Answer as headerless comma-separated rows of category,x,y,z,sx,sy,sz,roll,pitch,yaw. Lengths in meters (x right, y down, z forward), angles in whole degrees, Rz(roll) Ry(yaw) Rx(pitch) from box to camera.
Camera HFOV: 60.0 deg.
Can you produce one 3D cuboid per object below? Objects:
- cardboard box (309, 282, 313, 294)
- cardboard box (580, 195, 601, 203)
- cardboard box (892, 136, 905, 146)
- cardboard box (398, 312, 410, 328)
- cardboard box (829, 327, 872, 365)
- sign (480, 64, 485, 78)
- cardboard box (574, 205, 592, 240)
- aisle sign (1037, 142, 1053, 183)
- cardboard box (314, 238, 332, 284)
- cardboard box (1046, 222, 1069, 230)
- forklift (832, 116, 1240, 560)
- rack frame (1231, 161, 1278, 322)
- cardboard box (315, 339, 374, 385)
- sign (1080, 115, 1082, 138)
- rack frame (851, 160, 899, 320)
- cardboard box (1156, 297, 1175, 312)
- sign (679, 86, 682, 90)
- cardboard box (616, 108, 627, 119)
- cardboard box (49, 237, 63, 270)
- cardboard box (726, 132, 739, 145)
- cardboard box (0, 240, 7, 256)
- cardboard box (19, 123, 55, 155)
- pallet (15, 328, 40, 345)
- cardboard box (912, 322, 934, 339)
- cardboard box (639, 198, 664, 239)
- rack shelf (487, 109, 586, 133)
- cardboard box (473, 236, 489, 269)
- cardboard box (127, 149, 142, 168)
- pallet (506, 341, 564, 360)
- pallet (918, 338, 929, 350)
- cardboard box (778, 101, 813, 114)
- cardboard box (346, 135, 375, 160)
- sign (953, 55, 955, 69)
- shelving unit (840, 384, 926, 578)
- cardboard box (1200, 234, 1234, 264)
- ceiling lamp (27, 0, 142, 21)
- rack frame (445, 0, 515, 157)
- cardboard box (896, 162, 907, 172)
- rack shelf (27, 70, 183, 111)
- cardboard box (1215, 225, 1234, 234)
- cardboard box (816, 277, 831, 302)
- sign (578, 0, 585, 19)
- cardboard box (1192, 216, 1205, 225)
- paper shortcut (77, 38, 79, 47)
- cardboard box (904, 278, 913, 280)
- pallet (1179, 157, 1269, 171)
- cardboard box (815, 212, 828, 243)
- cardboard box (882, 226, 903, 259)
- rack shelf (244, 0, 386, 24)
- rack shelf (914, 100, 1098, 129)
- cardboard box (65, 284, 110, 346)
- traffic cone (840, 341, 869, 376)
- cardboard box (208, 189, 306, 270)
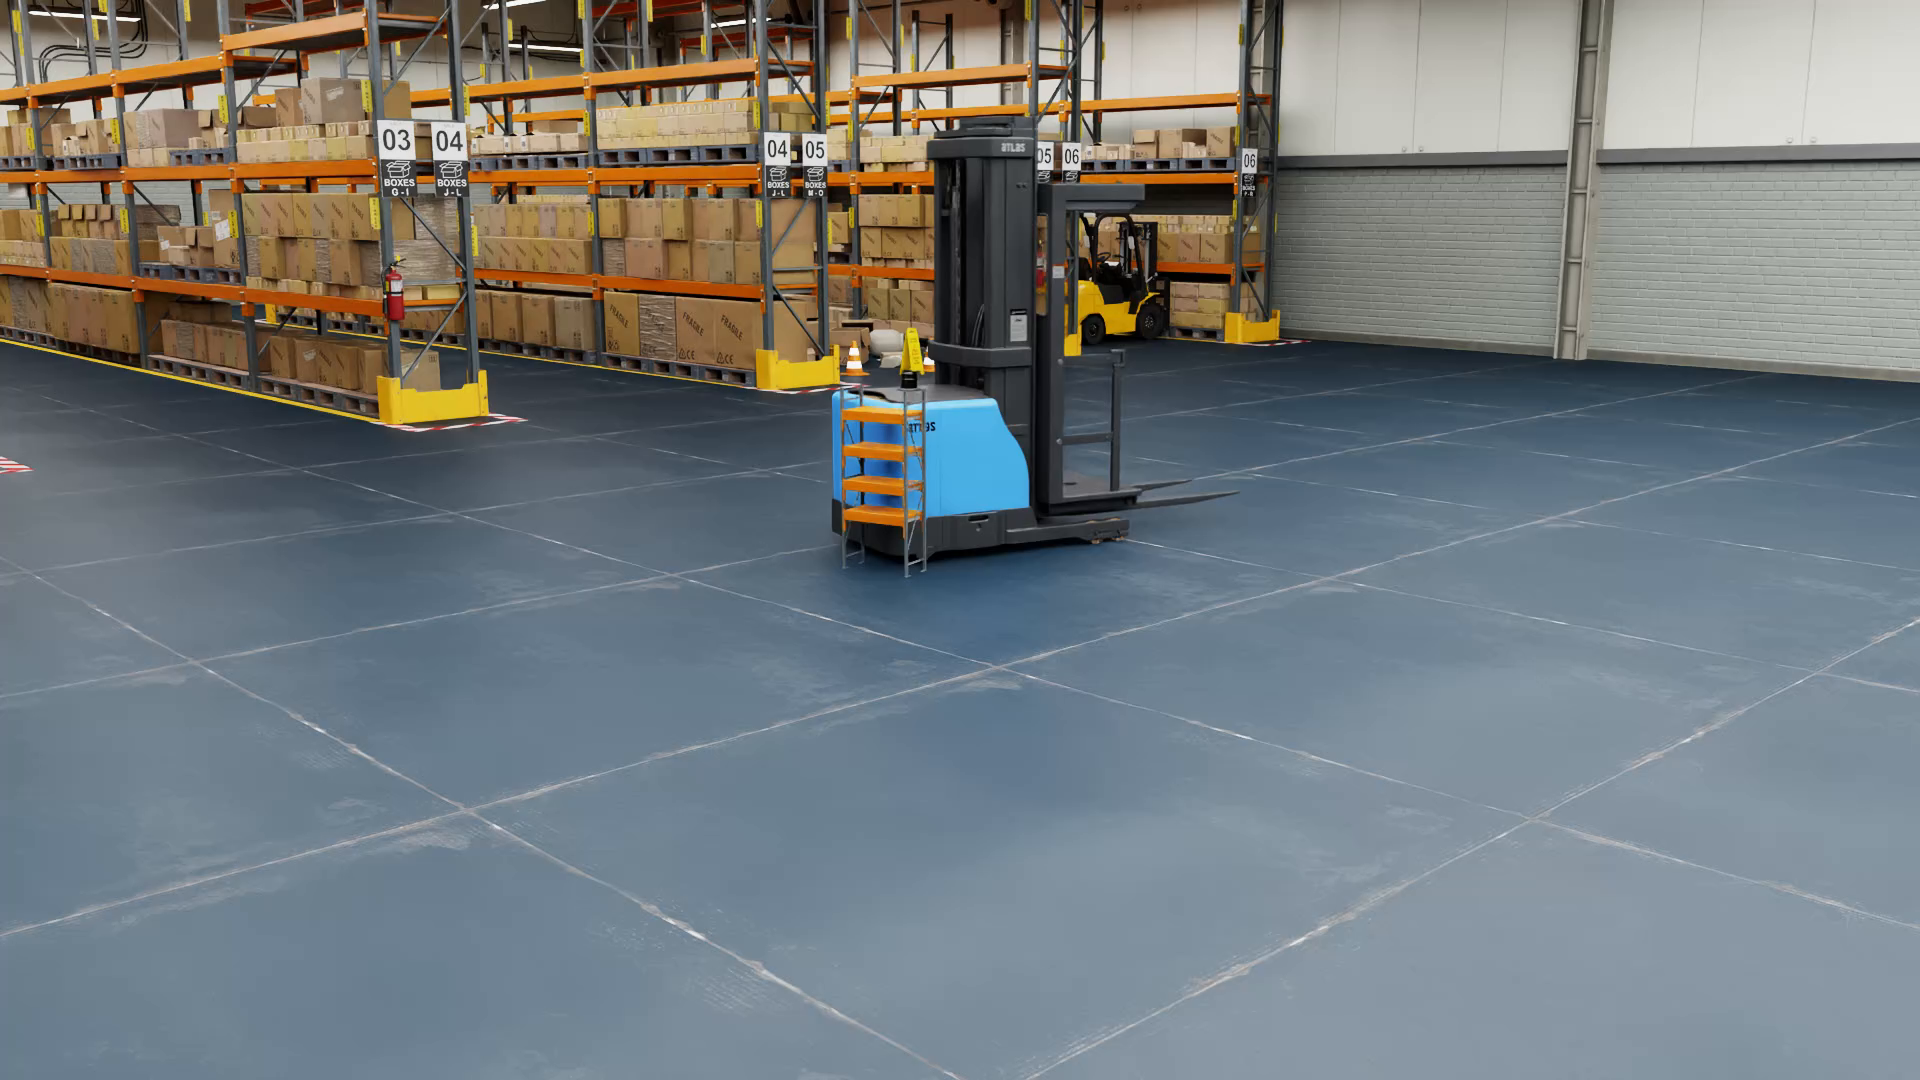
cardboard box,-7.356,-2.949,19.413,0.380,0.149,0.250,-11,16,-43
cardboard box,-7.338,-6.798,33.139,0.380,0.149,0.250,-11,16,-44
cardboard box,-0.851,-6.303,26.282,0.380,0.149,0.250,-11,16,-43
cardboard box,-9.349,-3.921,28.664,0.500,0.500,0.500,-11,16,-42
cardboard box,-1.652,-2.870,24.596,0.637,0.503,0.797,1,12,6
sign,-10.063,-9.921,35.060,0.100,0.325,0.005,-11,16,-43
cardboard box,-5.228,-4.679,24.463,0.700,0.500,0.500,-11,16,-44
aisle sign,1.225,-5.413,24.310,0.394,0.787,0.004,-11,16,-43
cardboard box,-6.882,-3.222,19.134,0.875,0.500,0.500,-11,16,-43
cardboard box,1.820,-5.851,31.022,0.380,0.149,0.250,-10,15,-41
forklift,0.632,-1.493,11.896,3.031,2.935,1.130,-6,13,-28
rack frame,4.979,-4.882,28.172,1.000,3.000,0.127,-11,16,-43
cardboard box,-7.404,-2.147,20.055,0.500,0.500,0.500,10,15,40
sign,1.784,-6.162,24.788,0.100,0.325,0.005,-11,16,-43
rack frame,-1.371,-4.773,27.646,1.000,3.000,0.127,-11,16,-43
cardboard box,3.707,-4.160,29.204,0.500,0.250,0.500,-11,16,-44
sign,-6.463,-10.576,38.432,0.100,0.325,0.005,-11,16,-43
cardboard box,-4.524,-5.885,22.969,0.380,0.149,0.250,-11,16,-43
cardboard box,-13.926,-4.507,26.105,0.500,0.500,0.500,-11,16,-42
cardboard box,-2.767,-5.124,21.248,0.380,0.149,0.250,-11,16,-42
cardboard box,-15.981,-4.959,28.184,0.500,0.250,0.500,11,16,43
cardboard box,-14.647,-6.438,26.758,0.500,0.500,0.700,11,16,42
pallet,-15.378,-3.494,28.347,1.003,0.211,1.213,-11,16,-43
cardboard box,-0.413,-3.355,26.536,0.500,0.250,0.500,-11,16,-43
cardboard box,-3.914,-4.450,23.031,0.875,0.550,0.550,-11,16,-43
rack shelf,-8.276,-8.623,34.237,1.077,0.370,4.000,-11,16,-43
cardboard box,-7.529,-4.598,26.549,0.500,0.500,0.500,-11,16,-42
cardboard box,-11.160,-5.268,22.984,0.500,0.250,0.500,-11,16,-42
pallet,-6.315,-2.983,25.868,1.003,0.211,1.213,-11,16,-43
pallet,-0.035,-3.136,26.611,1.003,0.211,1.213,-11,16,-43
cardboard box,-2.119,-5.569,21.434,0.380,0.149,0.250,-11,16,-42
cardboard box,-6.292,-4.239,17.992,0.500,0.250,0.500,-10,16,-41
sign,-0.147,-9.600,33.502,0.100,0.325,0.005,-11,16,-43
shelving unit,-0.498,-0.390,10.833,0.503,1.200,0.258,7,14,30
cardboard box,4.449,-4.966,28.333,0.500,0.500,0.500,-11,16,-44
ceiling lamp,-16.845,-11.686,31.865,2.000,3.185,0.800,-11,16,-43
rack frame,-7.643,-7.591,26.454,1.000,3.000,0.127,-11,16,-43
cardboard box,-0.797,-5.931,26.453,0.380,0.149,0.250,-10,15,-41
rack shelf,-12.682,-6.658,24.701,1.077,0.370,4.000,-11,16,-43
cardboard box,4.537,-5.260,28.153,0.380,0.149,0.250,-11,16,-42
cardboard box,-2.762,-5.436,36.017,0.500,0.500,0.500,-11,16,-43
sign,-5.265,-7.426,23.143,0.100,0.325,0.005,-11,16,-43
cardboard box,4.186,-5.483,28.499,0.380,0.149,0.250,-10,16,-41
paper shortcut,-12.592,-7.102,23.737,0.009,0.170,0.078,4,-25,-45
cardboard box,-1.070,-5.385,34.162,0.250,0.149,0.380,11,16,42
pallet,4.510,-6.414,28.397,1.003,0.211,1.213,-11,16,-43
cardboard box,-2.199,-5.281,28.086,0.500,0.500,0.500,-11,16,-42
cardboard box,-0.905,-4.795,26.766,0.500,0.500,0.500,-11,16,-43
rack shelf,-11.787,-9.742,30.442,1.077,0.370,4.000,-11,16,-43
rack shelf,0.836,-8.147,31.930,1.077,0.370,4.000,-11,16,-43
cardboard box,-12.989,-3.504,25.710,0.875,0.875,1.225,11,16,43
traffic cone,-1.458,-2.518,22.985,0.336,0.463,0.334,-11,16,-43
cardboard box,-8.985,-4.027,21.497,1.000,1.000,1.000,-11,16,-42
